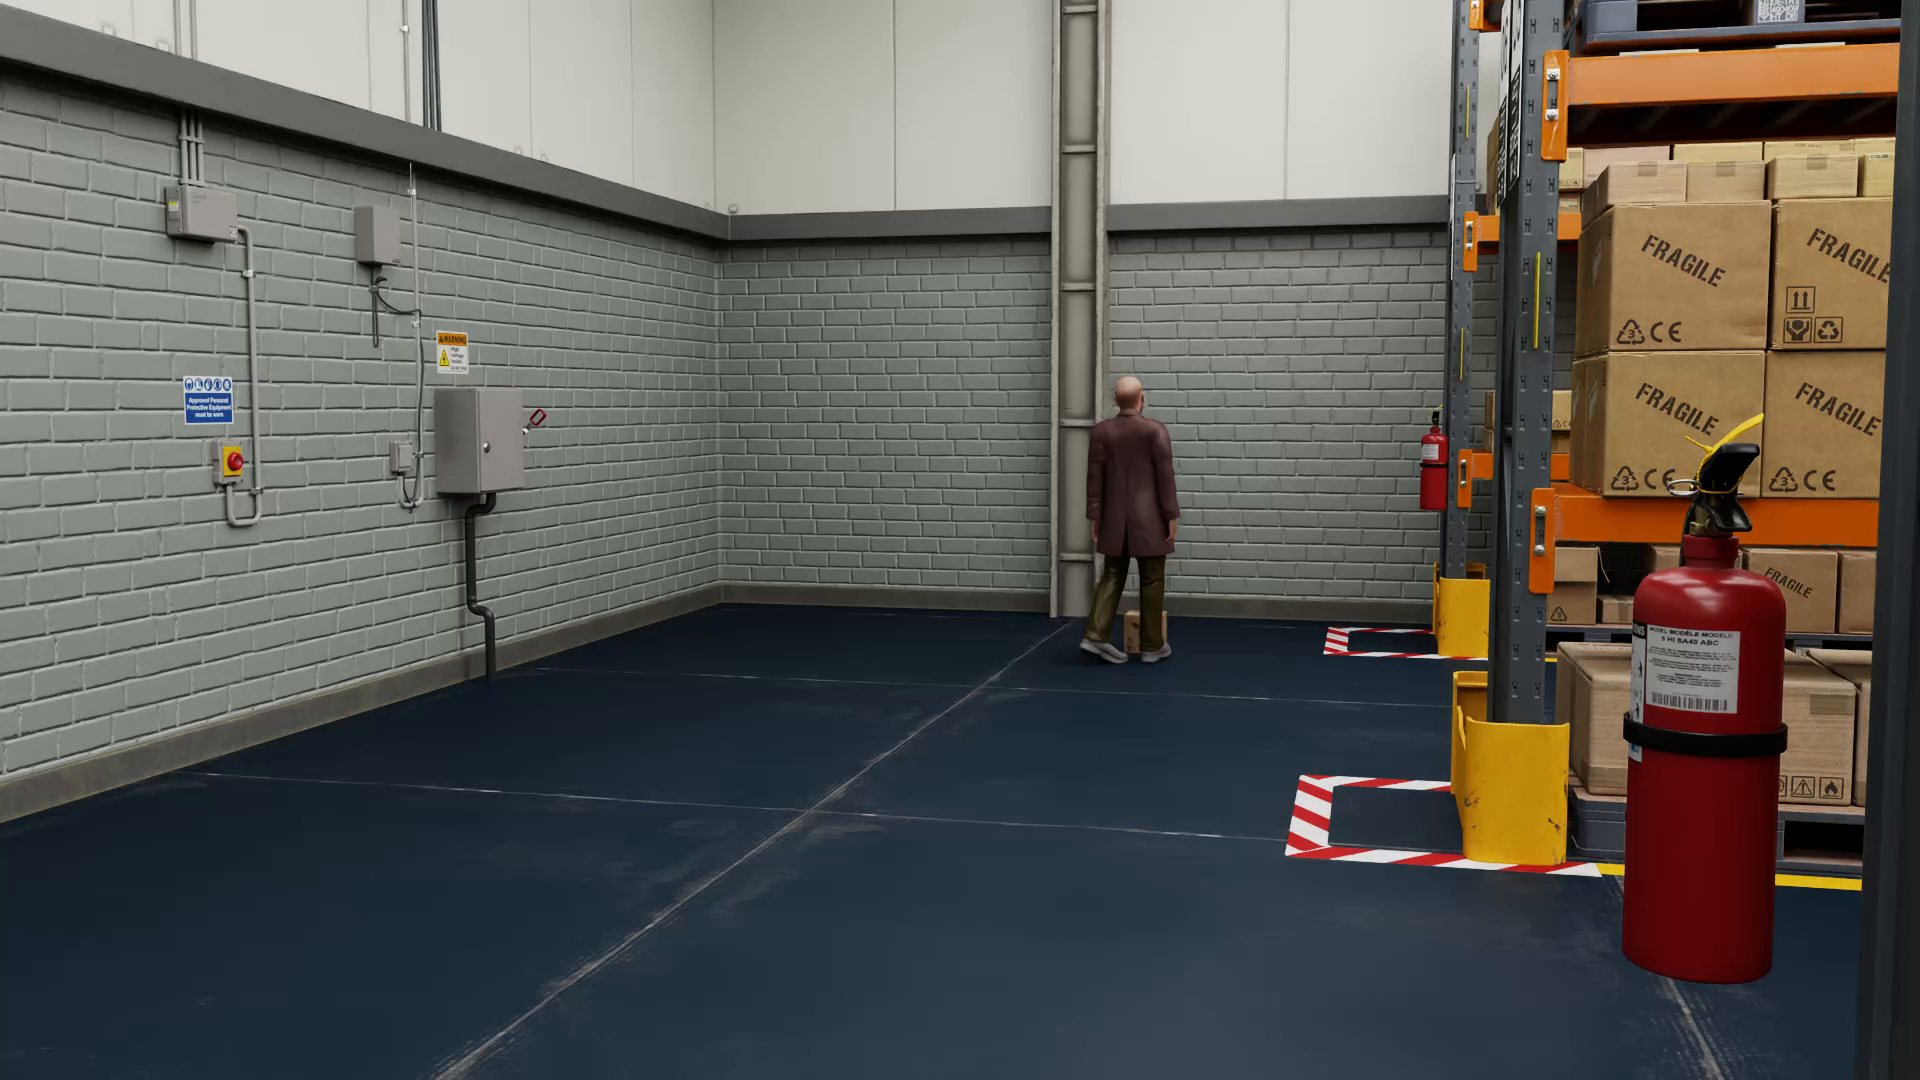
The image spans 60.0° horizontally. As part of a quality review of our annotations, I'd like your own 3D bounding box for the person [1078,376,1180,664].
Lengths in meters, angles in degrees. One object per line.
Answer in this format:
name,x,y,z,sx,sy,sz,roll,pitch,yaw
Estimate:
person,1.090,-0.118,10.365,0.608,1.797,0.630,3,5,28
